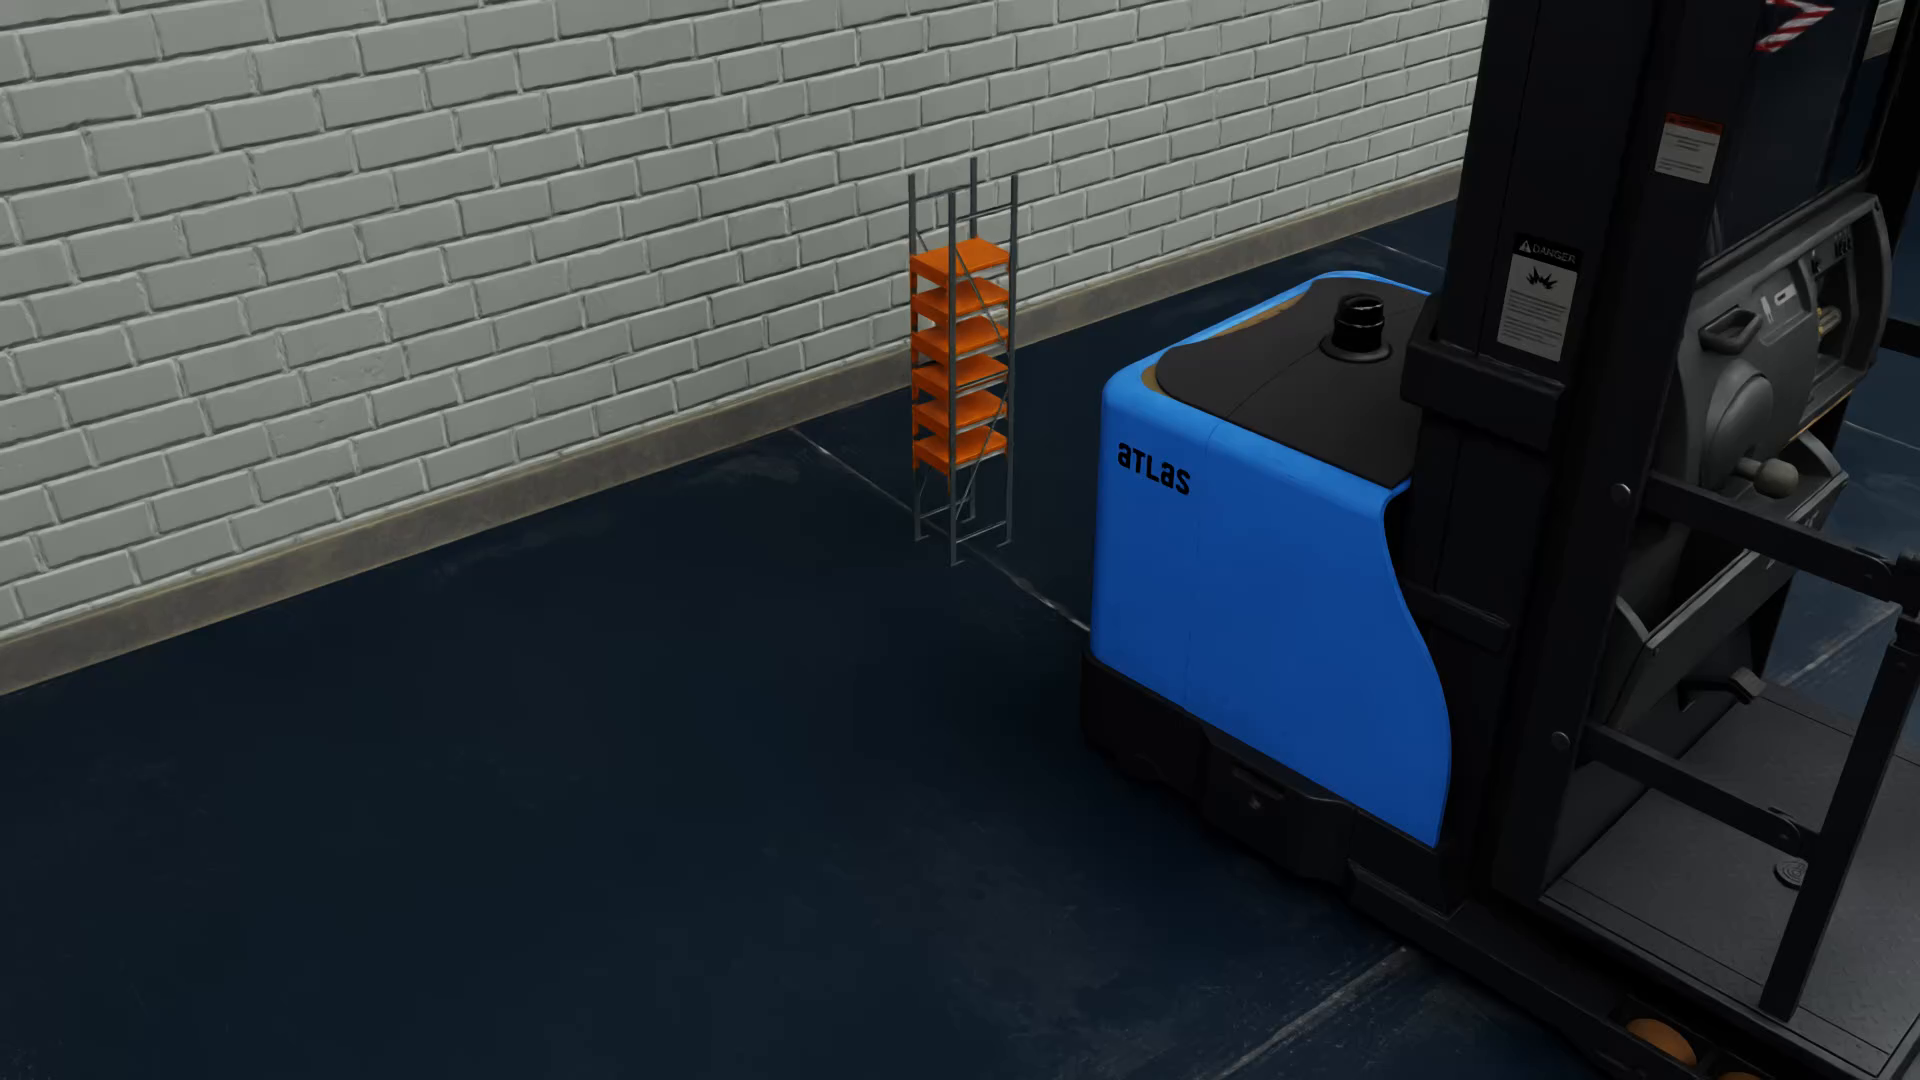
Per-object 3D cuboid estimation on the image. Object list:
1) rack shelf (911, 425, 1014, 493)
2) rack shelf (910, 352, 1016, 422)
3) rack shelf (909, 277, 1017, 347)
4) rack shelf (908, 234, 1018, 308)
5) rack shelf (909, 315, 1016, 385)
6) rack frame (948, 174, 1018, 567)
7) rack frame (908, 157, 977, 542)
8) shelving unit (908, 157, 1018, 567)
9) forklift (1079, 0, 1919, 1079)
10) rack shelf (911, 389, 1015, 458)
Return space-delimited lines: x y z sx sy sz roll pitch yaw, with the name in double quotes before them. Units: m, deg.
"rack shelf" 0.009 -0.262 5.074 0.258 0.103 0.180 -22 38 -31
"rack shelf" 0.009 -0.466 4.947 0.258 0.103 0.180 -22 38 -31
"rack shelf" 0.009 -0.670 4.821 0.258 0.103 0.180 -22 38 -31
"rack shelf" 0.009 -0.772 4.757 0.258 0.103 0.180 -22 38 -31
"rack shelf" 0.009 -0.568 4.884 0.258 0.103 0.180 -22 38 -31
"rack frame" 0.065 -0.466 4.862 0.240 1.200 0.006 -22 38 -31
"rack frame" -0.047 -0.542 4.985 0.240 1.200 0.006 -22 38 -31
"shelving unit" 0.009 -0.504 4.924 0.258 1.200 0.189 -22 38 -31
"forklift" 1.705 -0.333 3.009 1.130 2.935 3.031 -28 41 -37
"rack shelf" 0.009 -0.364 5.010 0.258 0.103 0.180 -22 38 -31
